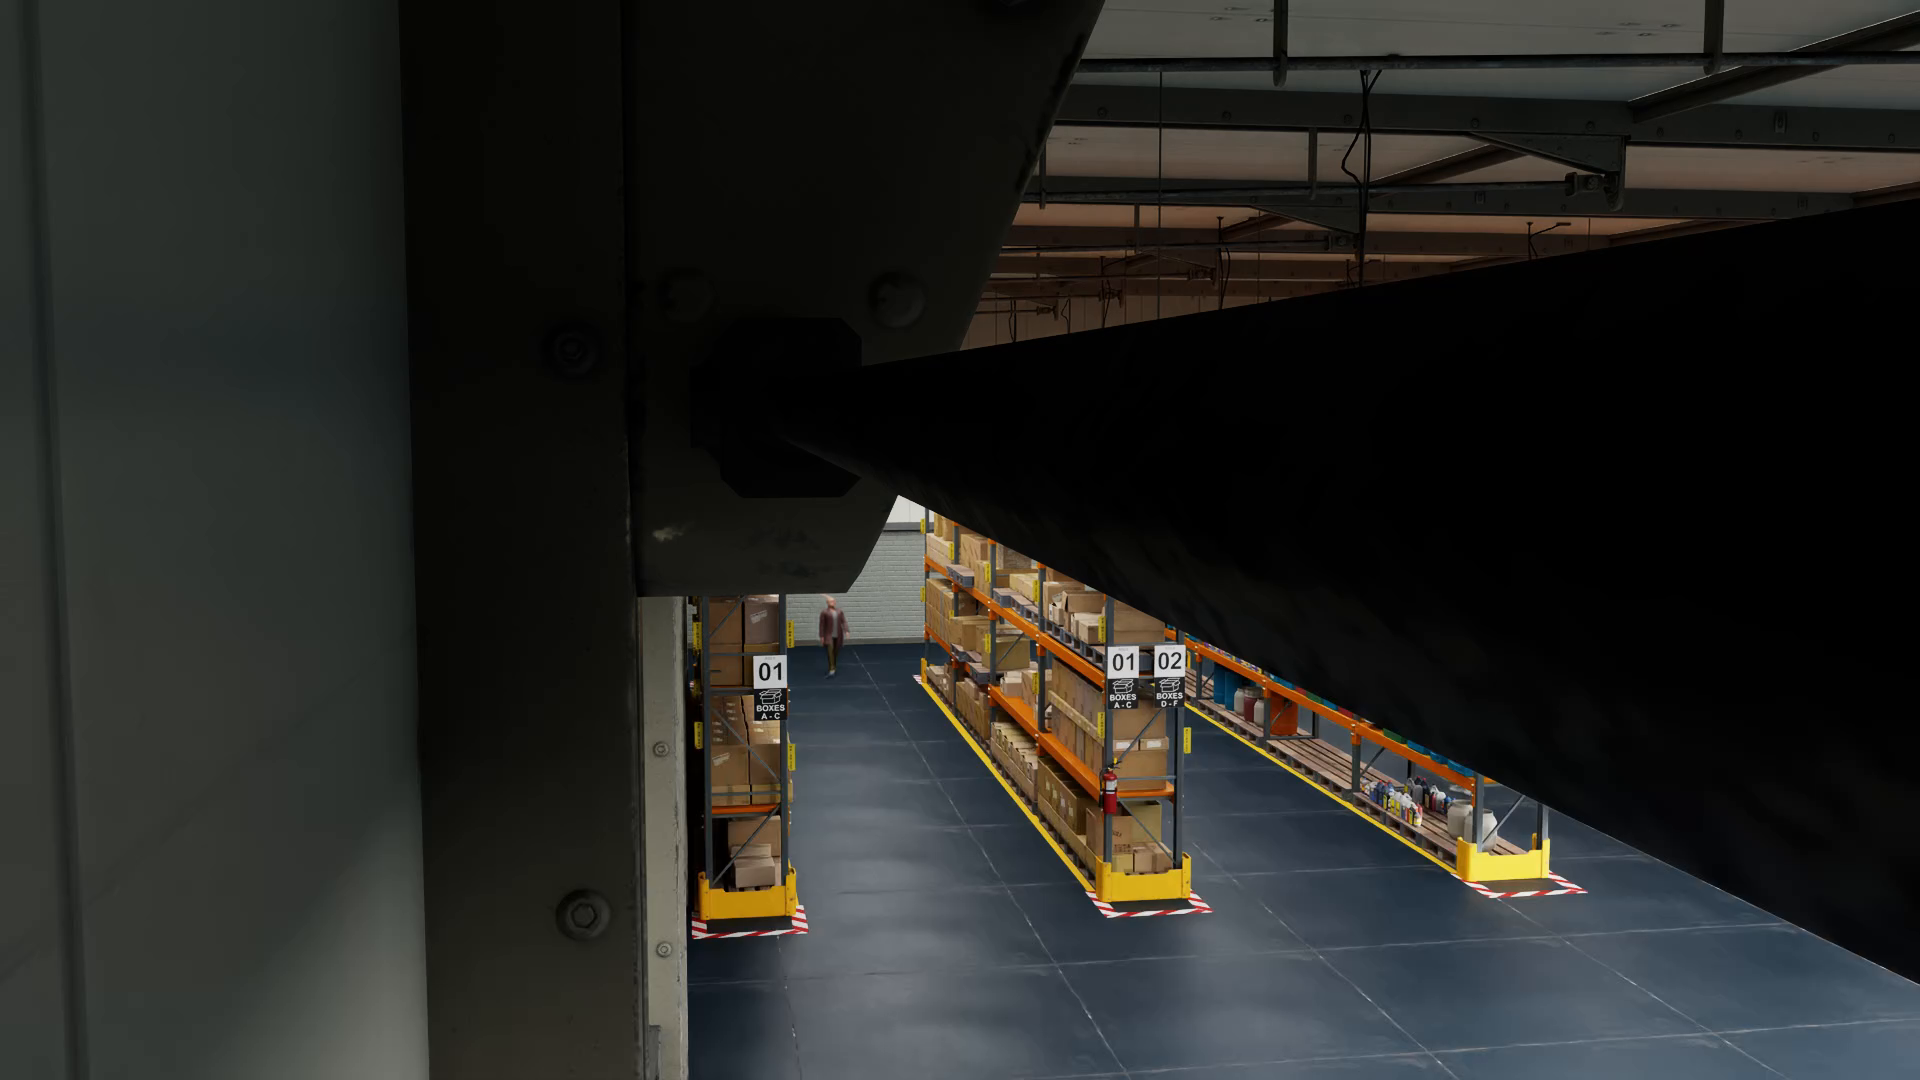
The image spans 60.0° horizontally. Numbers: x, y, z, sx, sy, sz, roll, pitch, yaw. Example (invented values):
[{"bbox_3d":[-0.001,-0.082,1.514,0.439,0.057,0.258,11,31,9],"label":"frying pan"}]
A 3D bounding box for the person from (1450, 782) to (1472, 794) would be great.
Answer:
[{"bbox_3d":[8.007,3.168,26.355,0.416,1.677,0.496,-3,6,-34],"label":"person"}]

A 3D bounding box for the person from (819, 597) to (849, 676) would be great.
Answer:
[{"bbox_3d":[-2.811,2.162,37.312,0.652,1.721,1.083,-2,5,-17],"label":"person"}]
